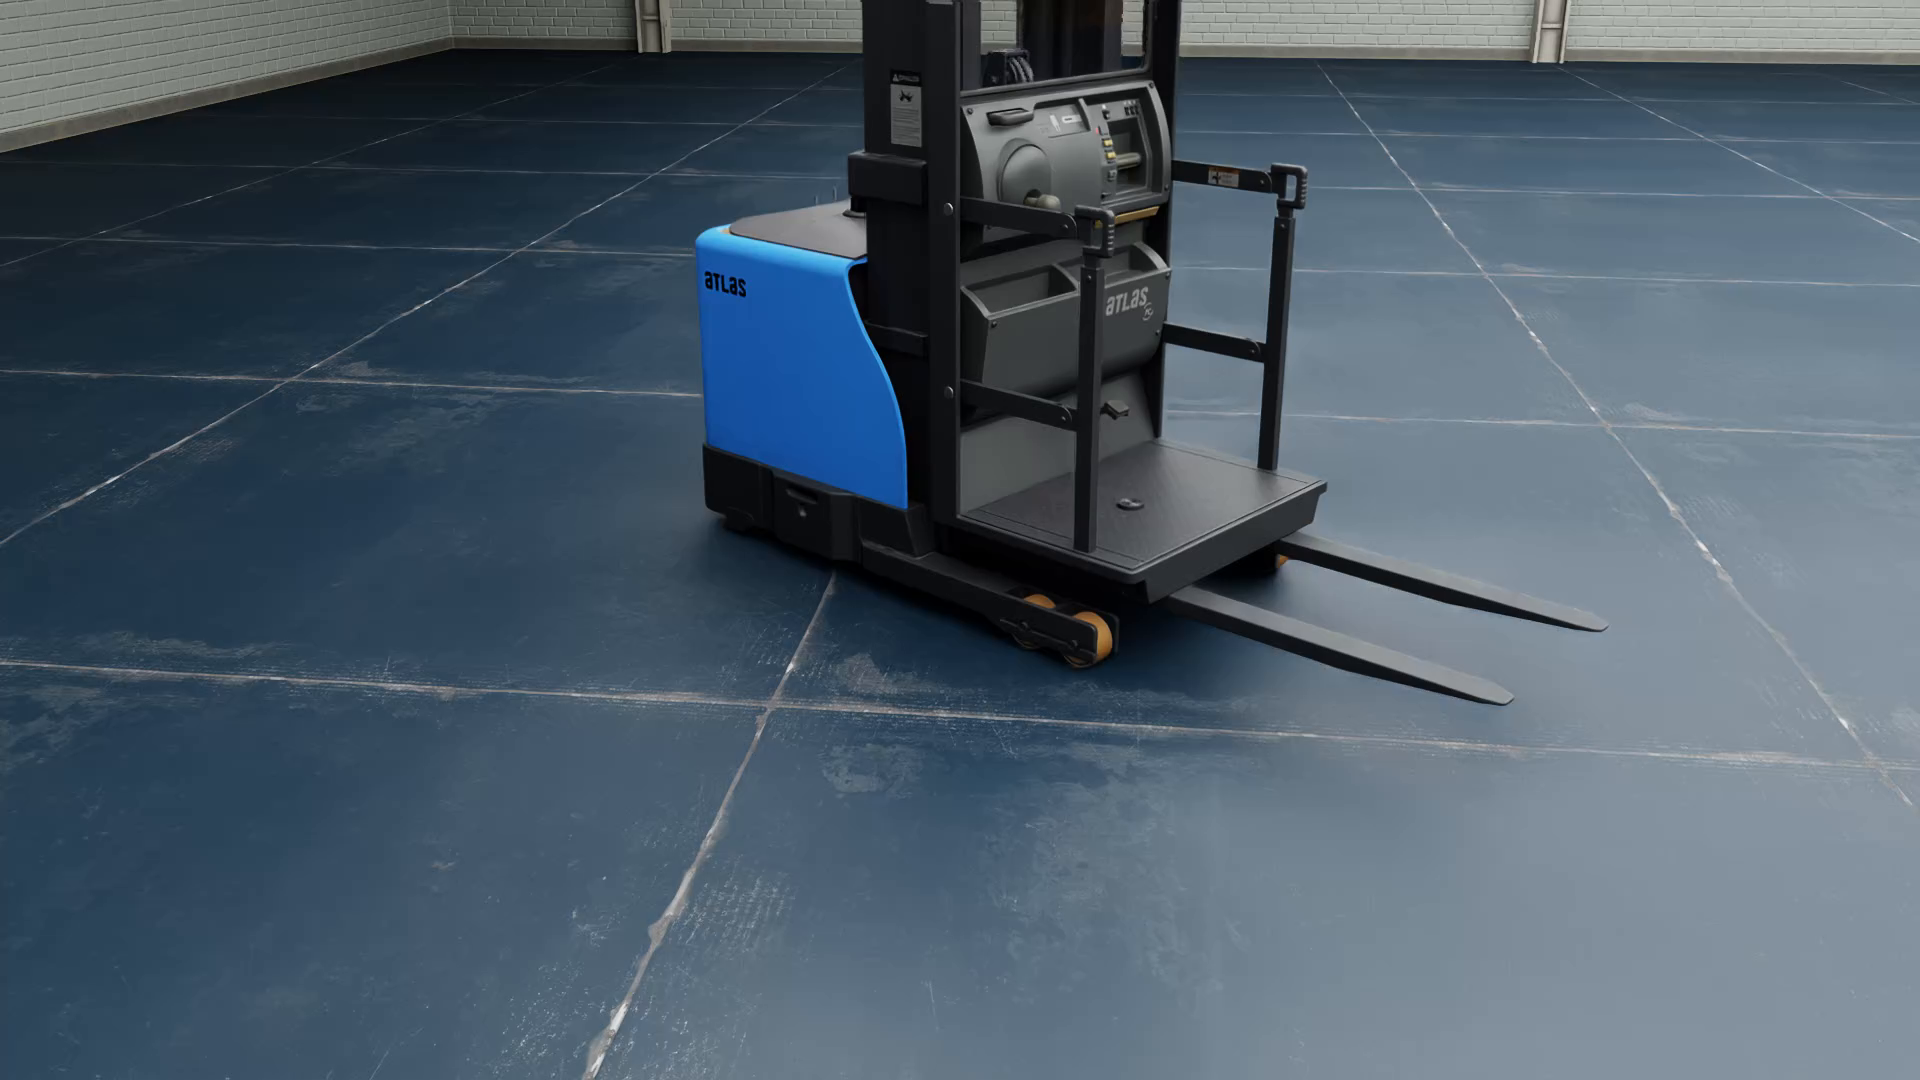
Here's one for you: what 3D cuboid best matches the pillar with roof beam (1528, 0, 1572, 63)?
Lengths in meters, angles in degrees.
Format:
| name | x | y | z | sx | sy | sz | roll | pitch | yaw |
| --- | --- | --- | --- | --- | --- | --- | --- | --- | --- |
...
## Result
| name | x | y | z | sx | sy | sz | roll | pitch | yaw |
| --- | --- | --- | --- | --- | --- | --- | --- | --- | --- |
| pillar with roof beam | 7.172 | -8.885 | 16.174 | 0.400 | 9.000 | 9.100 | 2 | 22 | 6 |

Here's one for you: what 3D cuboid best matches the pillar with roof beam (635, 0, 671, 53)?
| name | x | y | z | sx | sy | sz | roll | pitch | yaw |
| --- | --- | --- | --- | --- | --- | --- | --- | --- | --- |
| pillar with roof beam | -4.745 | -9.404 | 17.487 | 0.400 | 9.000 | 9.100 | 2 | 22 | 6 |

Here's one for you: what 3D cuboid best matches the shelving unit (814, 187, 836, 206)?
| name | x | y | z | sx | sy | sz | roll | pitch | yaw |
| --- | --- | --- | --- | --- | --- | --- | --- | --- | --- |
| shelving unit | -0.418 | -0.873 | 6.719 | 0.252 | 1.050 | 0.215 | 7 | 23 | 18 |

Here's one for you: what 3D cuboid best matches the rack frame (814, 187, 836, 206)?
| name | x | y | z | sx | sy | sz | roll | pitch | yaw |
| --- | --- | --- | --- | --- | --- | --- | --- | --- | --- |
| rack frame | -0.533 | -0.888 | 6.757 | 0.008 | 1.050 | 0.200 | 7 | 23 | 18 |

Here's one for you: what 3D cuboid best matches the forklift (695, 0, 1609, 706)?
| name | x | y | z | sx | sy | sz | roll | pitch | yaw |
| --- | --- | --- | --- | --- | --- | --- | --- | --- | --- |
| forklift | 0.500 | -1.198 | 4.984 | 3.031 | 2.935 | 1.130 | 18 | 28 | 39 |
